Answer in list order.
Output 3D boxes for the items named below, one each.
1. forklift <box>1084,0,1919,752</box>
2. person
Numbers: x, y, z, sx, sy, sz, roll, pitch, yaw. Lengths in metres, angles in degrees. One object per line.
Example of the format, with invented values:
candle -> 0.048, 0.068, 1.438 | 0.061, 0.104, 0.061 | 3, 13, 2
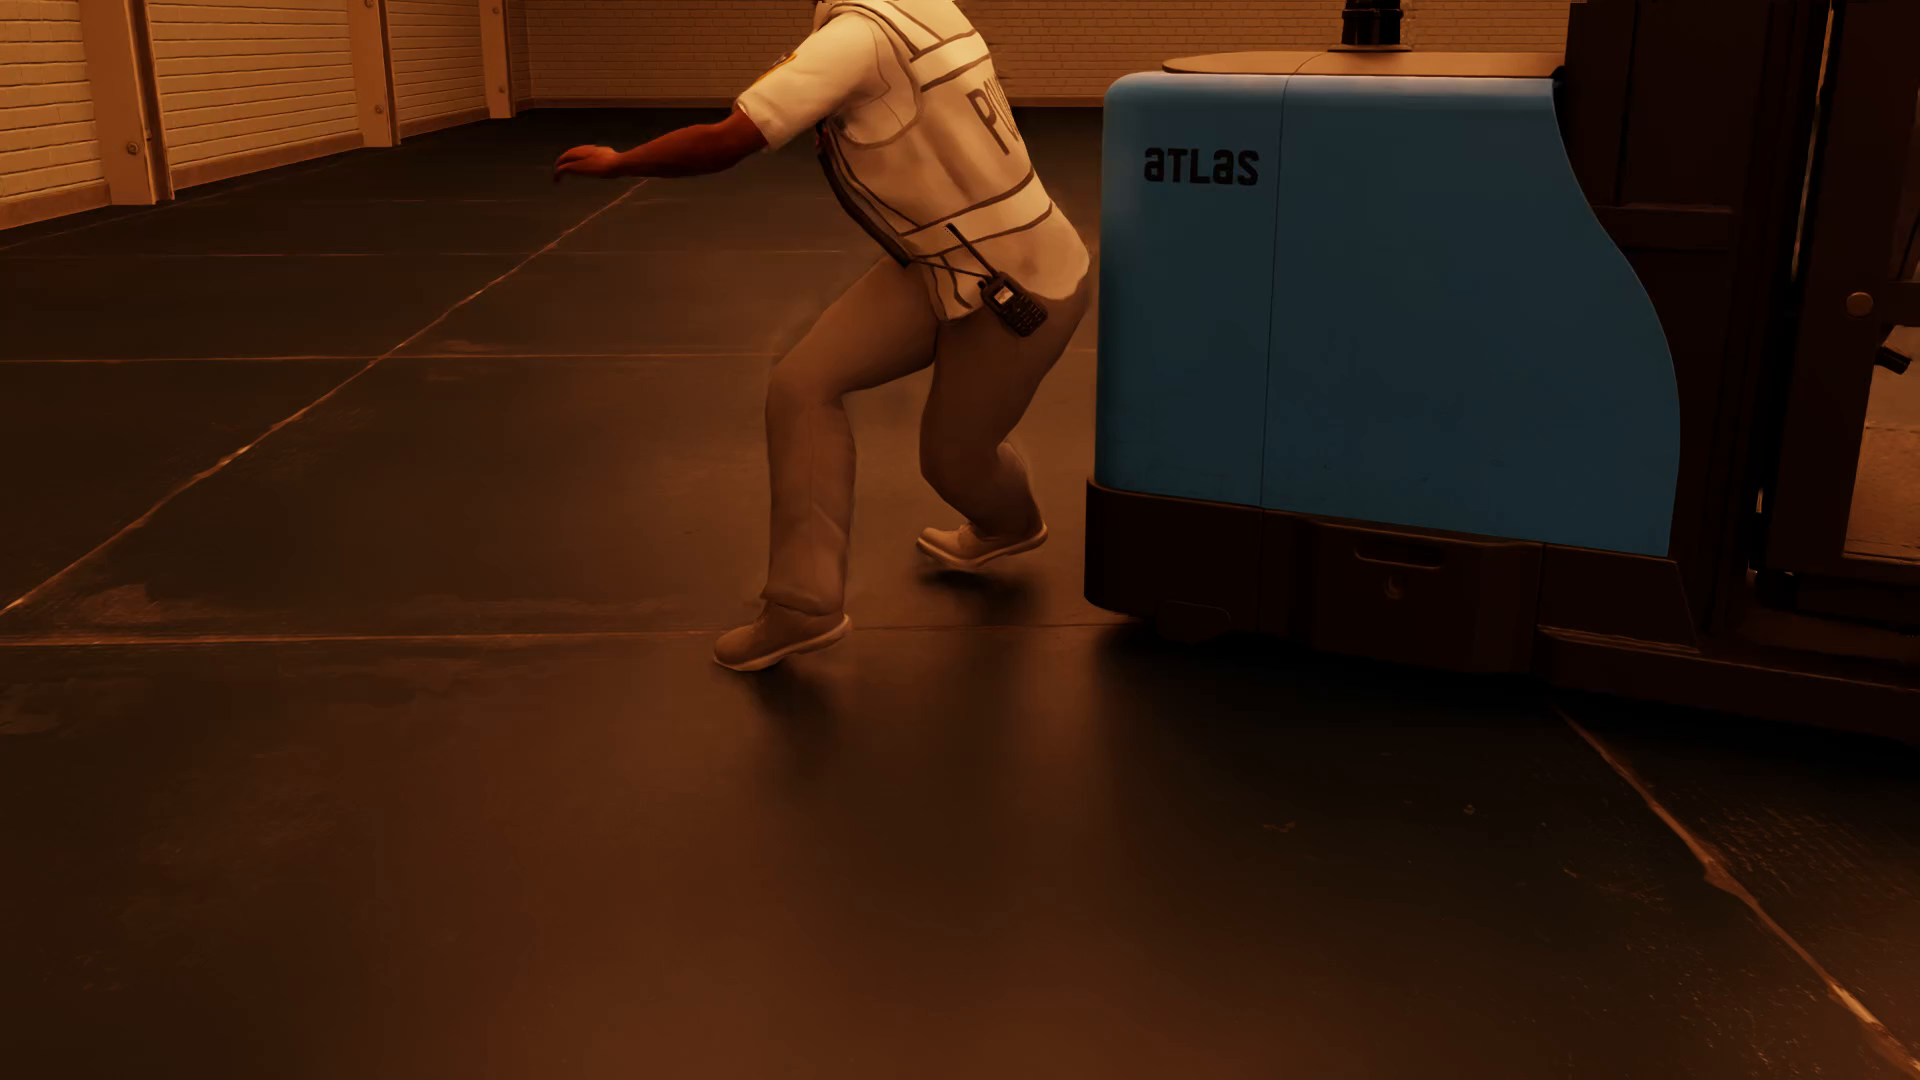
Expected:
forklift -> 1.803, -1.151, 2.670 | 3.031, 2.935, 1.130 | 8, 19, 25
person -> -0.250, -0.501, 3.133 | 0.972, 1.453, 0.886 | -3, 17, -11
